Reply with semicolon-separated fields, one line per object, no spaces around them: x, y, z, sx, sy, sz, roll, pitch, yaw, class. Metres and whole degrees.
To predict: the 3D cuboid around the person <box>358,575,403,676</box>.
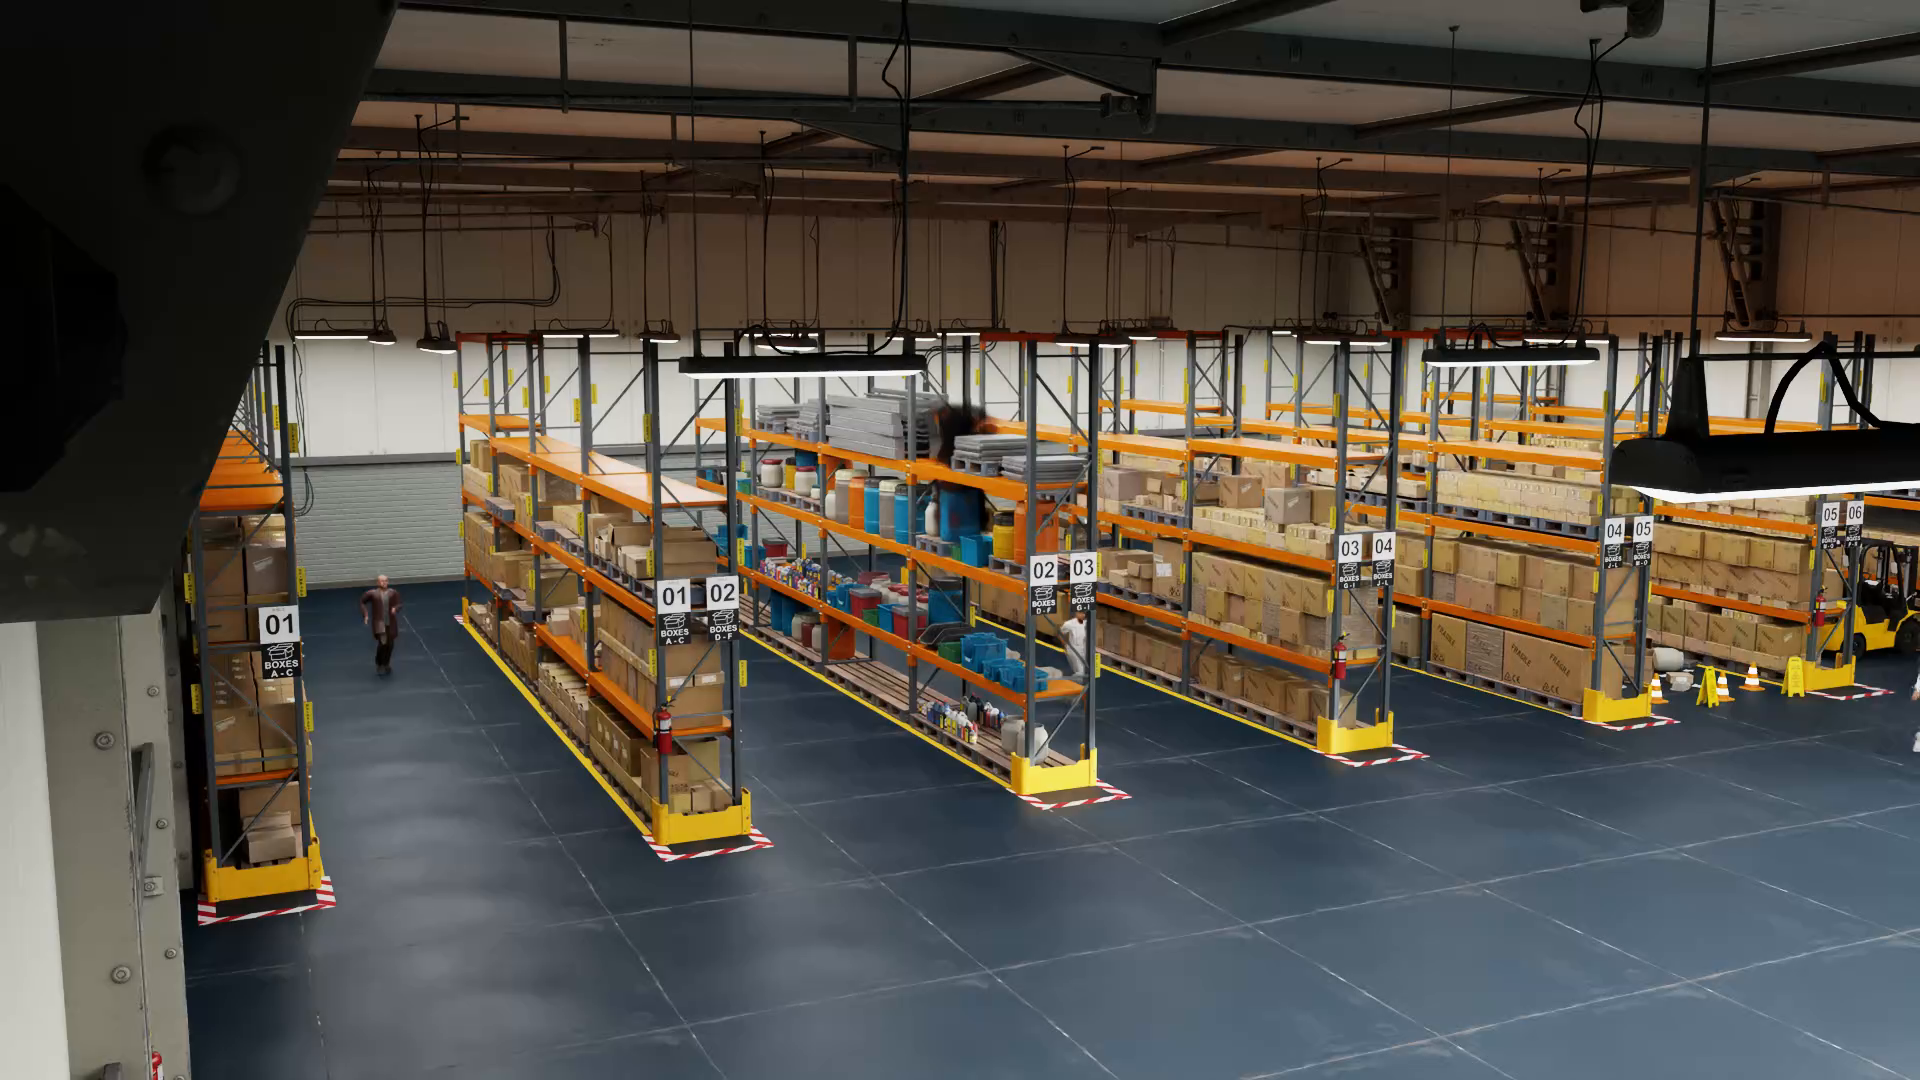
-10.169;1.555;29.368;0.685;1.693;0.765;-6;10;-37;person

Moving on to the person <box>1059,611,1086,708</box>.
1.944;1.883;27.087;0.545;1.677;0.781;-4;9;-26;person

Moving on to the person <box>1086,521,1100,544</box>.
2.875;0.351;38.246;0.653;1.712;0.762;-4;8;-25;person

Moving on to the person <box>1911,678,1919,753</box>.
14.202;2.253;23.920;0.849;1.739;0.684;6;10;36;person

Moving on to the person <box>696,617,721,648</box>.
-4.191;1.722;28.059;0.584;1.718;0.677;-5;9;-35;person
